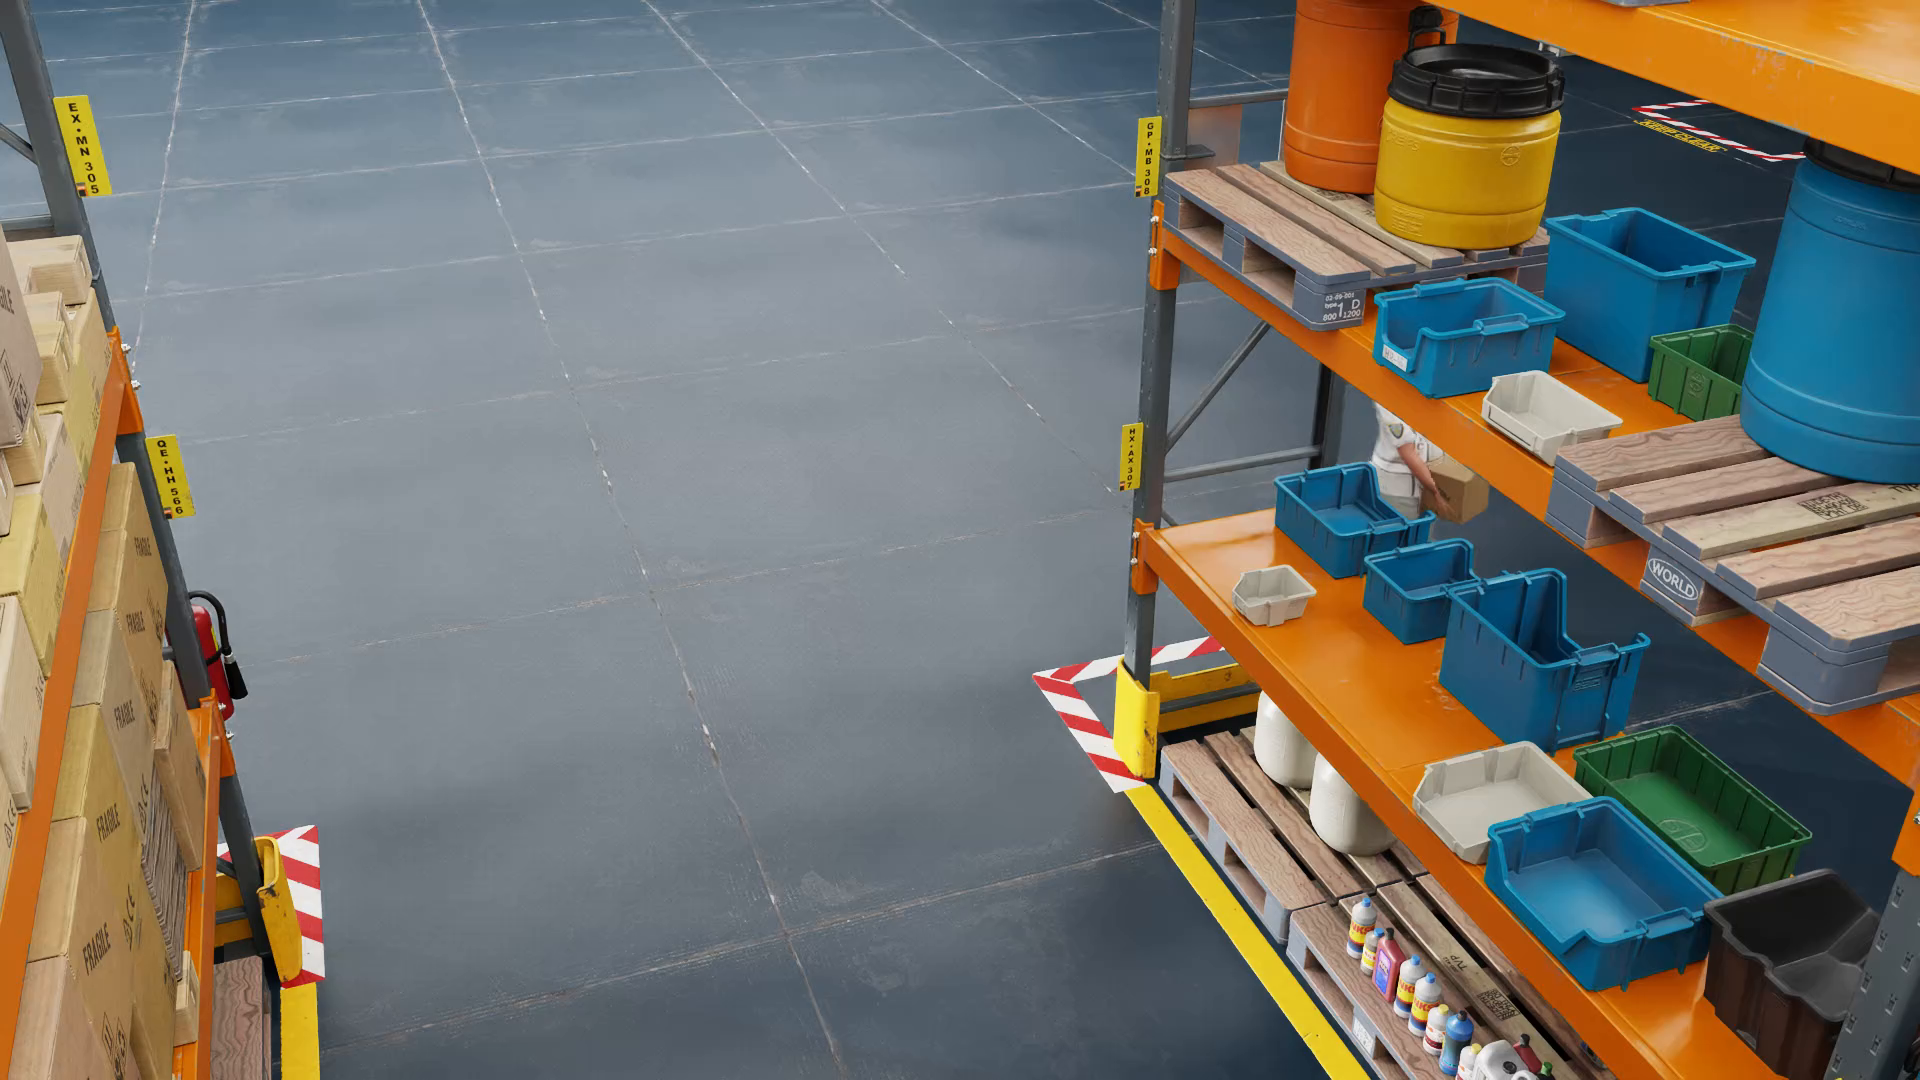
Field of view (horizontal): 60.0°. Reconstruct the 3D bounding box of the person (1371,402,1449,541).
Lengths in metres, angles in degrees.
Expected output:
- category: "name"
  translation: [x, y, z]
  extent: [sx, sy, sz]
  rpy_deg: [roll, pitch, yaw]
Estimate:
- category: "person"
  translation: [2.436, -0.285, 8.804]
  extent: [0.552, 1.782, 0.529]
  rpy_deg: [19, 35, 30]
